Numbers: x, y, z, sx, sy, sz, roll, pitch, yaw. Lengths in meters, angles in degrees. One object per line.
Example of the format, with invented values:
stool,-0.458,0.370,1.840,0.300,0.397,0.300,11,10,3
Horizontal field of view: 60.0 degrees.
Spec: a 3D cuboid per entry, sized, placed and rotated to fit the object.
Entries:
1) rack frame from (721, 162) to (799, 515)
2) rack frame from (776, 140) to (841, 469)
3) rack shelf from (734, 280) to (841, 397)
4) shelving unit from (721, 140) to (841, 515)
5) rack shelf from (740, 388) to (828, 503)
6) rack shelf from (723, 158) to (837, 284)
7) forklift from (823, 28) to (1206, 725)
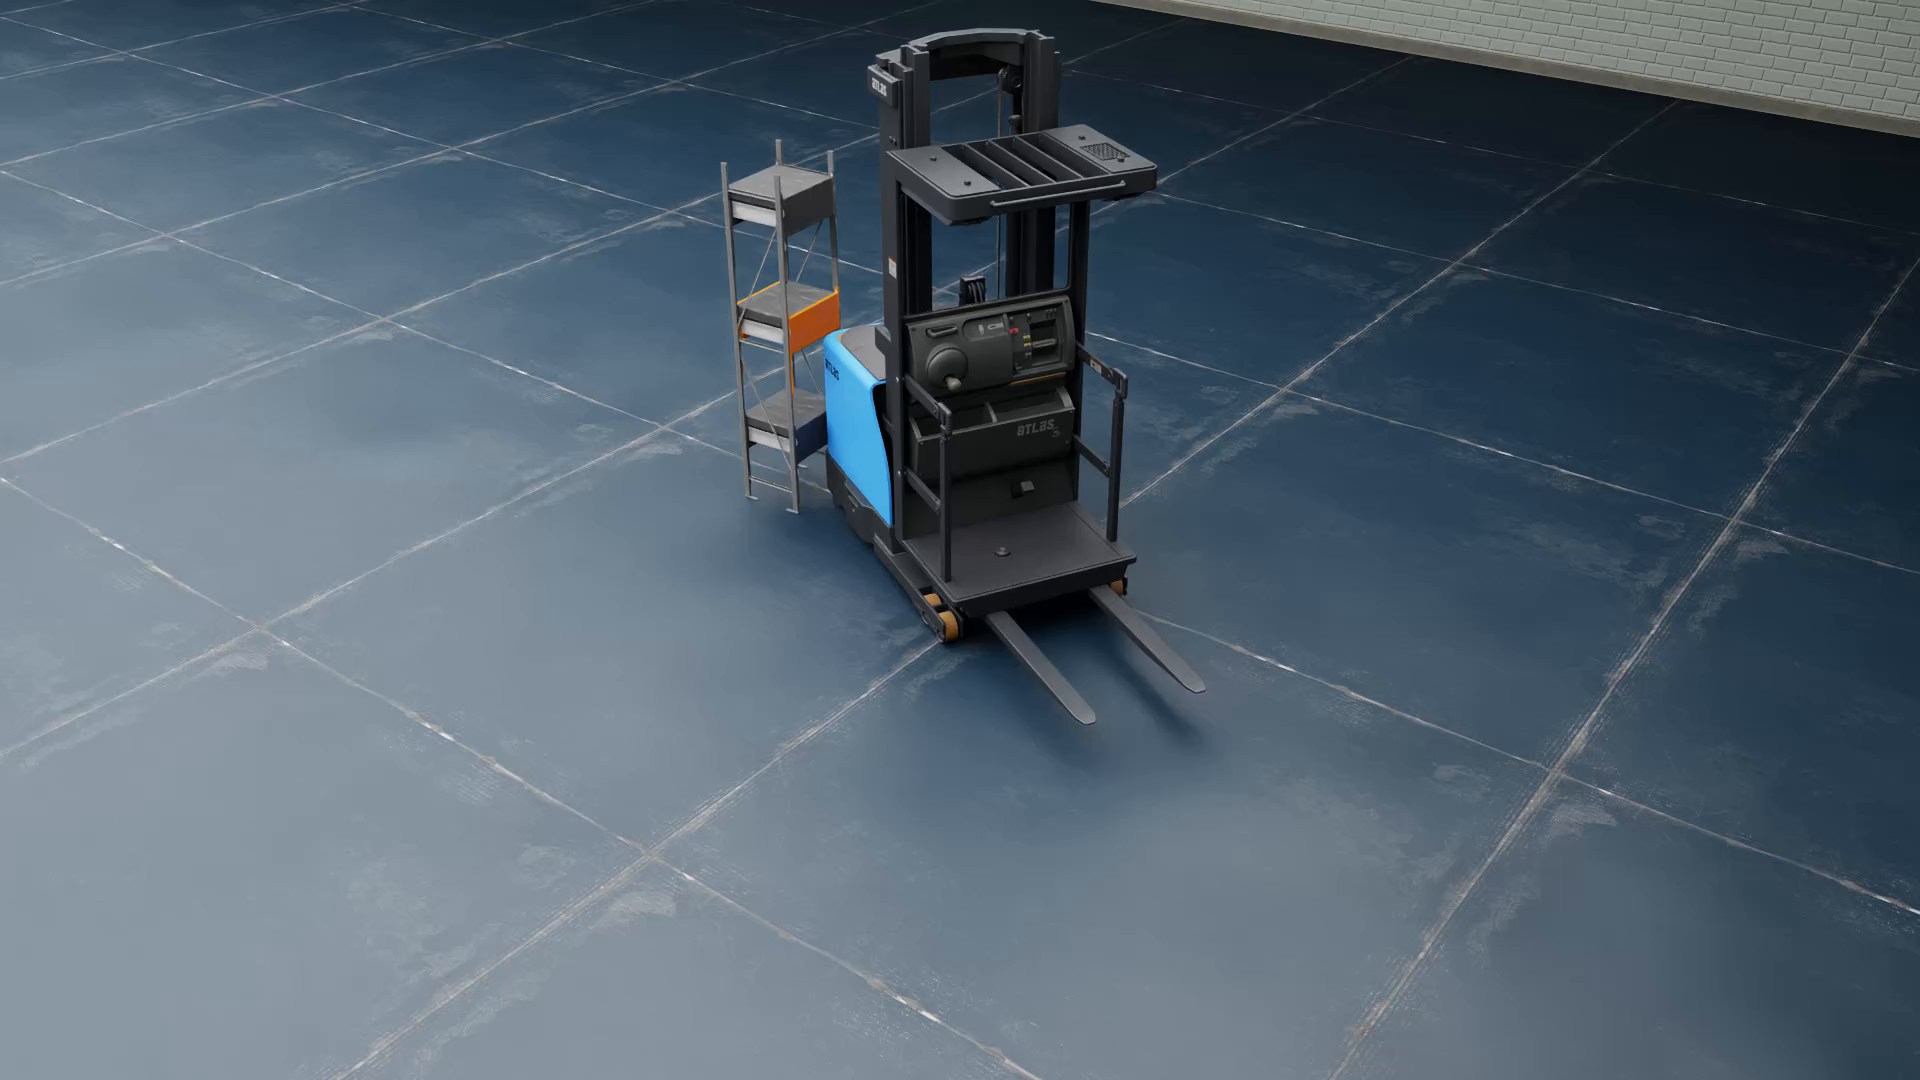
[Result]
rack frame,-1.141,-1.114,9.570,0.400,2.100,0.015,18,35,28
rack frame,-0.878,-1.324,9.924,0.400,2.100,0.015,18,35,28
rack shelf,-1.009,-1.207,9.754,0.431,0.518,0.480,18,35,28
shelving unit,-1.009,-1.219,9.747,0.431,2.100,0.503,18,35,28
rack shelf,-1.009,-0.605,10.111,0.431,0.518,0.480,18,35,28
rack shelf,-1.009,-1.809,9.397,0.431,0.518,0.480,18,35,28
forklift,0.263,-0.970,8.511,1.130,2.935,3.031,-13,33,-21
